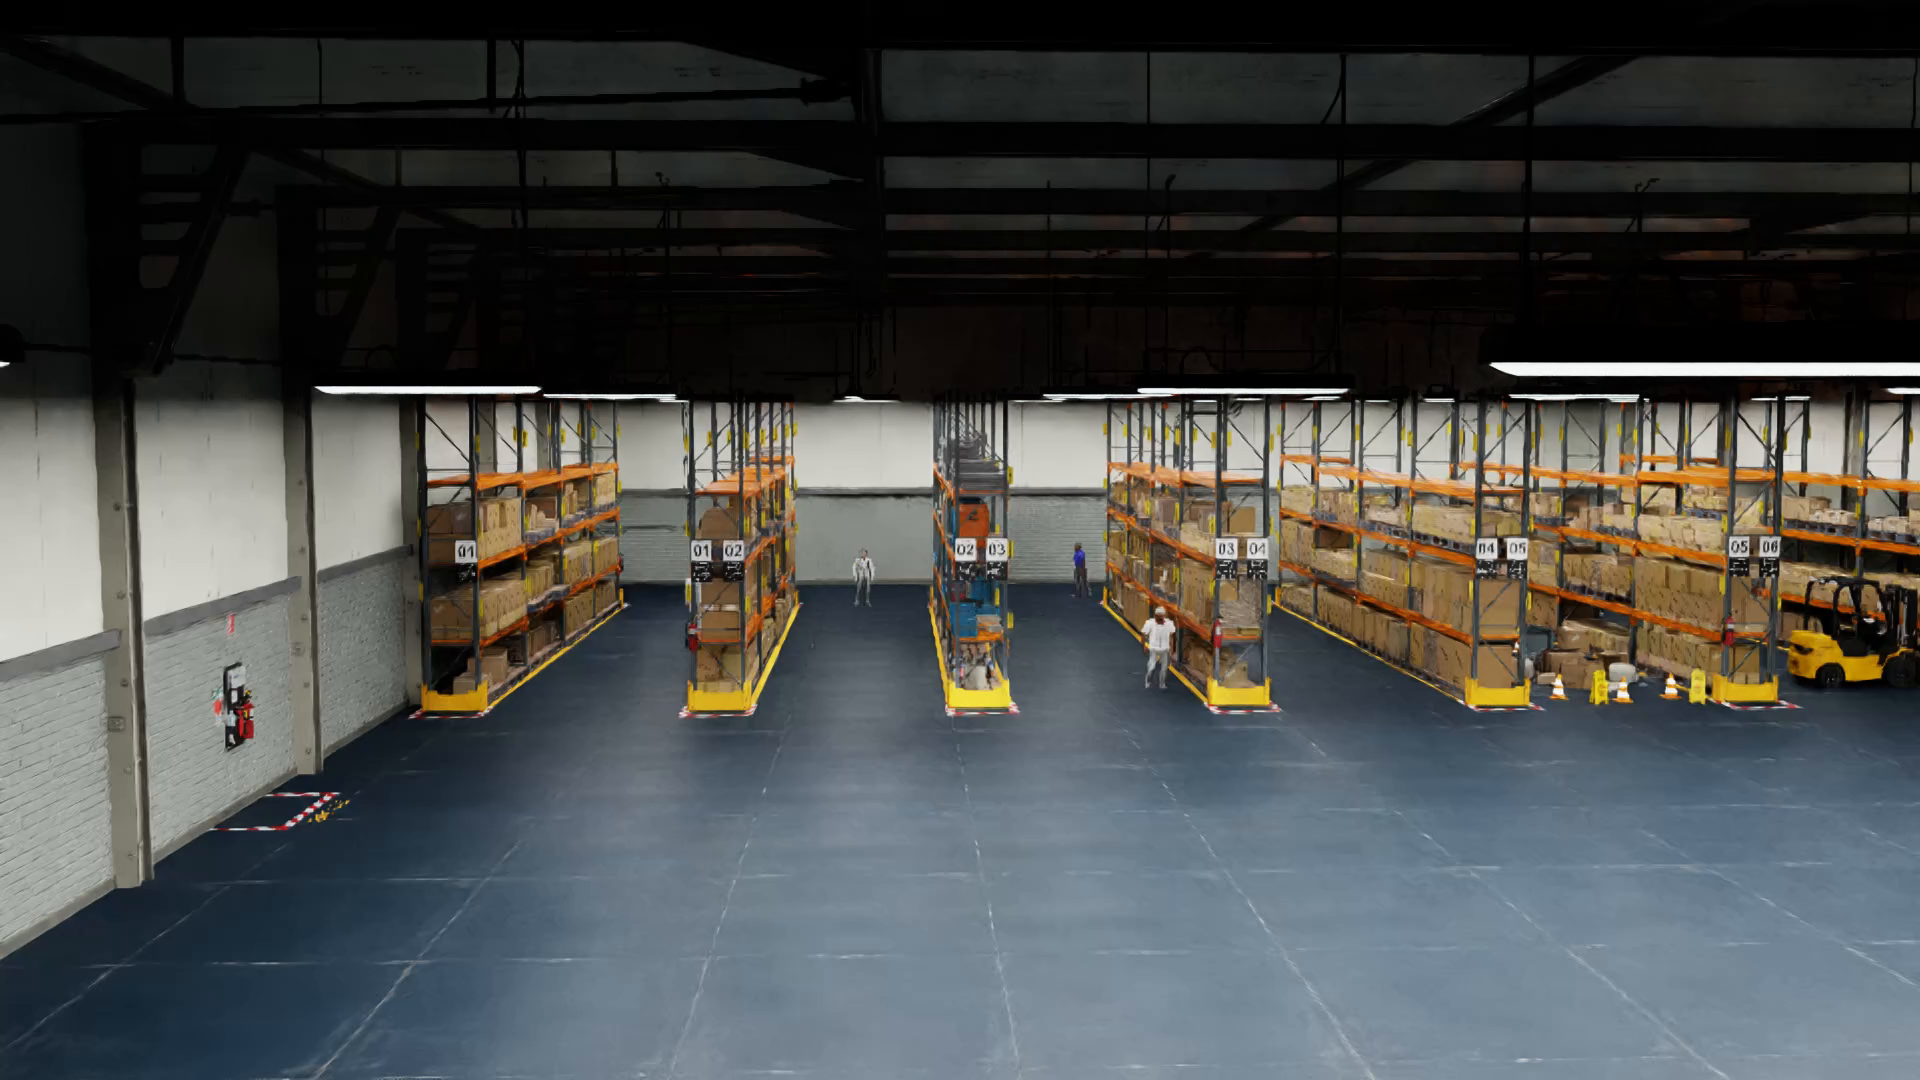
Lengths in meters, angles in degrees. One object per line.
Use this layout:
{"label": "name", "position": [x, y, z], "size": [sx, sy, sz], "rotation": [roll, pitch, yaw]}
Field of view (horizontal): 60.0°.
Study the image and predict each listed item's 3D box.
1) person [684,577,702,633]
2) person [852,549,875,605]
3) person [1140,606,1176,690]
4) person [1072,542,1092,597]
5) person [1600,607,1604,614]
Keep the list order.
{"label": "person", "position": [-6.526, 1.500, 41.171], "size": [0.598, 1.698, 1.193], "rotation": [0, 5, 0]}
{"label": "person", "position": [-2.750, 1.045, 47.490], "size": [0.639, 1.632, 0.512], "rotation": [0, 5, -5]}
{"label": "person", "position": [3.975, 2.162, 33.270], "size": [0.719, 1.714, 0.571], "rotation": [0, 5, -4]}
{"label": "person", "position": [3.630, 0.867, 49.526], "size": [0.593, 1.642, 0.507], "rotation": [-3, 6, -36]}
{"label": "person", "position": [17.253, 1.224, 45.256], "size": [0.540, 1.587, 0.527], "rotation": [2, 5, 18]}
